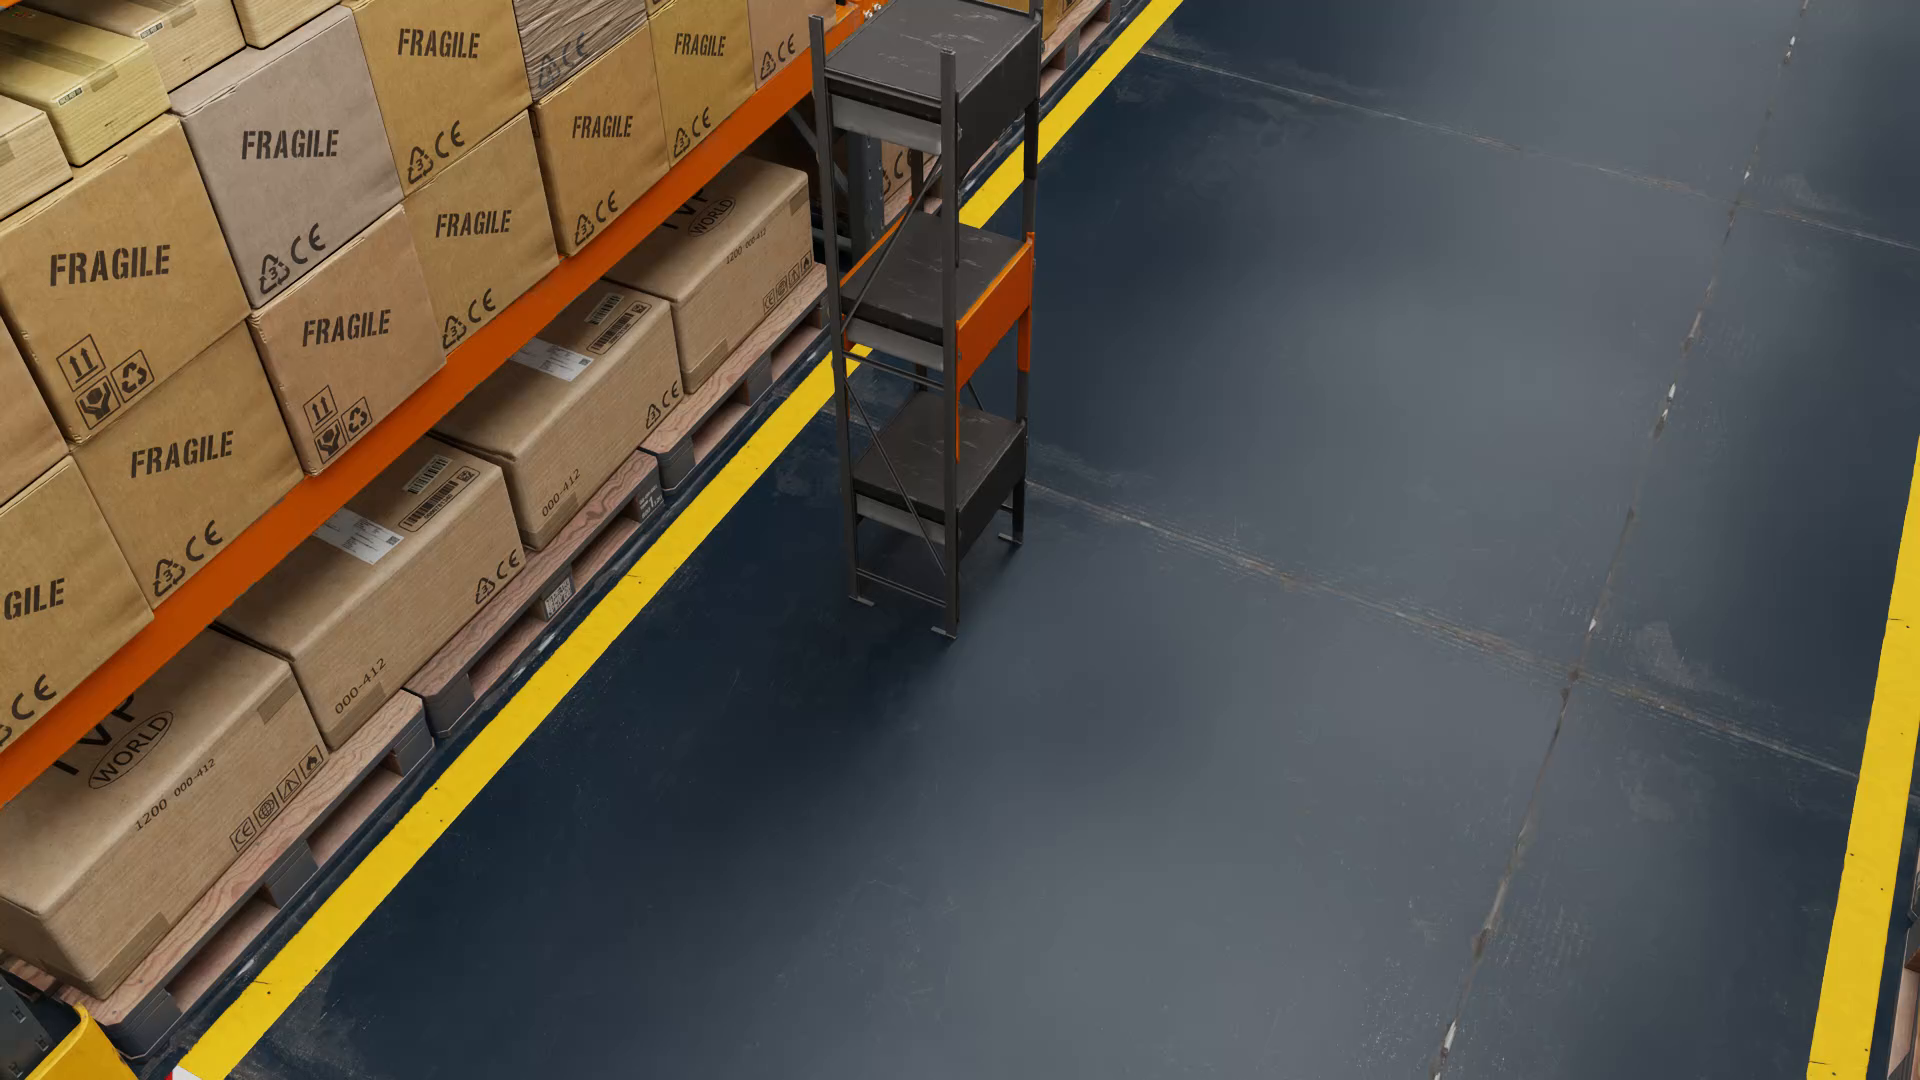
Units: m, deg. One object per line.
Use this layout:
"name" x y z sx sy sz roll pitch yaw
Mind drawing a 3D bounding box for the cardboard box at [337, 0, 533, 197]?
"cardboard box" -1.449 -1.242 4.095 0.500 0.500 0.500 21 49 19

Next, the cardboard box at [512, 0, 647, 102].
"cardboard box" -1.209 -1.555 4.405 0.500 0.500 0.500 21 49 20

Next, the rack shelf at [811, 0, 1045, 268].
"rack shelf" -0.077 -1.116 4.412 0.431 0.518 0.480 20 49 19

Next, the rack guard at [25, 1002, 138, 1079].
"rack guard" -2.632 1.216 4.197 1.175 0.500 0.348 20 49 19

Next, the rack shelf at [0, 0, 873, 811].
"rack shelf" -1.693 -0.685 4.824 1.077 0.370 4.000 20 49 19

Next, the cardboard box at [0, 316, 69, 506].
"cardboard box" -2.146 -0.273 3.137 0.500 0.500 0.500 19 48 18

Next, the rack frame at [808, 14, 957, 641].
"rack frame" -0.190 -0.480 4.748 0.400 2.100 0.015 20 49 19

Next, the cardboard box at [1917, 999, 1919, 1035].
"cardboard box" 2.647 1.181 4.182 0.380 0.149 0.250 19 48 18

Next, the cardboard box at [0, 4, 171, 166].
"cardboard box" -1.824 -0.911 3.312 0.380 0.149 0.250 19 48 18

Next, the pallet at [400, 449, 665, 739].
"pallet" -1.752 0.007 5.595 1.003 0.211 1.213 20 49 19

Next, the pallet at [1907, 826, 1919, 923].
"pallet" 3.387 0.788 4.823 1.003 0.211 1.213 20 49 19

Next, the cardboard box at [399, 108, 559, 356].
"cardboard box" -1.464 -0.884 4.445 0.500 0.500 0.500 22 49 20

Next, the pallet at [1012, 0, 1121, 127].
"pallet" 0.092 -2.500 8.072 1.003 0.211 1.213 20 49 19

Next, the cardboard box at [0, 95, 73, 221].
"cardboard box" -1.930 -0.739 3.142 0.380 0.149 0.250 22 49 20

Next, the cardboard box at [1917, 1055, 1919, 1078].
"cardboard box" 2.510 1.220 3.936 0.380 0.149 0.250 21 49 19

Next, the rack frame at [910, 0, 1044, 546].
"rack frame" 0.036 -0.788 5.052 0.400 2.100 0.015 20 49 19

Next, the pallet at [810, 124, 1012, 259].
"pallet" -0.473 -1.729 7.310 1.003 0.211 1.213 20 49 19

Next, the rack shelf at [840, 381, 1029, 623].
"rack shelf" -0.077 -0.132 5.408 0.431 0.518 0.480 20 49 19

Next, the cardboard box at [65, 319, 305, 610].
"cardboard box" -1.934 -0.249 3.816 0.500 0.500 0.500 20 49 19

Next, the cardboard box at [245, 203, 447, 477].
"cardboard box" -1.682 -0.563 4.127 0.500 0.500 0.500 20 49 19

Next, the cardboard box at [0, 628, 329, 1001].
"cardboard box" -2.403 0.626 4.528 0.875 0.438 0.875 19 48 18

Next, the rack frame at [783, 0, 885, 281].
"rack frame" -0.764 -2.198 5.813 1.000 3.000 0.127 20 49 19

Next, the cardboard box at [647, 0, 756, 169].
"cardboard box" -0.987 -1.530 5.083 0.500 0.500 0.500 19 48 18

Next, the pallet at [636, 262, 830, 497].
"pallet" -1.187 -0.764 6.357 1.003 0.211 1.213 20 49 19

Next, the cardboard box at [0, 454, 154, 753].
"cardboard box" -2.144 0.079 3.492 0.500 0.500 0.500 20 49 19

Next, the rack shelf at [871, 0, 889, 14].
"rack shelf" 0.164 -3.205 7.314 1.077 0.370 4.000 20 49 19

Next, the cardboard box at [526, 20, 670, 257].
"cardboard box" -1.208 -1.209 4.765 0.500 0.500 0.500 20 49 18

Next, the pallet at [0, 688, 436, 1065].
"pallet" -2.319 0.773 4.838 1.003 0.211 1.213 20 49 19

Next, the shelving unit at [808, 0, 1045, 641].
"shelving unit" -0.077 -0.634 4.900 0.431 2.100 0.503 20 49 19

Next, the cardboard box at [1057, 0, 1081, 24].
"cardboard box" 0.281 -3.150 7.953 0.875 0.875 0.875 21 49 20

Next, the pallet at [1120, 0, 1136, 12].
"pallet" 0.660 -3.266 8.829 1.003 0.211 1.213 20 49 19

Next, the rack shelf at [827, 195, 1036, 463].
"rack shelf" -0.077 -0.624 4.910 0.431 0.518 0.480 20 49 19

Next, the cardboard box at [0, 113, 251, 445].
"cardboard box" -1.912 -0.601 3.461 0.500 0.500 0.500 19 48 18

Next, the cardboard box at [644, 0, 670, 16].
"cardboard box" -0.981 -1.879 4.725 0.500 0.500 0.500 20 49 18

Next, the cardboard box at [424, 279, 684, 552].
"cardboard box" -1.566 -0.521 5.662 0.875 0.438 0.875 19 48 18

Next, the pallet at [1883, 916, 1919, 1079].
"pallet" 2.821 1.559 4.060 1.003 0.211 1.213 20 49 19

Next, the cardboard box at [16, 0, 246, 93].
"cardboard box" -1.749 -1.094 3.493 0.380 0.149 0.250 21 49 19

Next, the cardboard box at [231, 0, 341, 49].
"cardboard box" -1.596 -1.237 3.634 0.380 0.149 0.250 21 49 19

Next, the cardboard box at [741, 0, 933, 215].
"cardboard box" -0.547 -2.016 6.832 0.875 0.875 0.875 22 49 20

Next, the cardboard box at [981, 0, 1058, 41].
"cardboard box" -0.135 -2.587 7.397 0.875 0.875 0.875 22 49 20

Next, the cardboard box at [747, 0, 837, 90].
"cardboard box" -0.753 -1.856 5.405 0.500 0.500 0.500 21 49 19

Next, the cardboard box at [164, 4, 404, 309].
"cardboard box" -1.680 -0.928 3.784 0.500 0.500 0.500 20 49 19

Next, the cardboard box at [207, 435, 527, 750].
"cardboard box" -1.986 0.047 5.101 0.875 0.438 0.875 22 49 20

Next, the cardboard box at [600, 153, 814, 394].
"cardboard box" -1.151 -1.085 6.219 0.875 0.438 0.875 20 49 19
